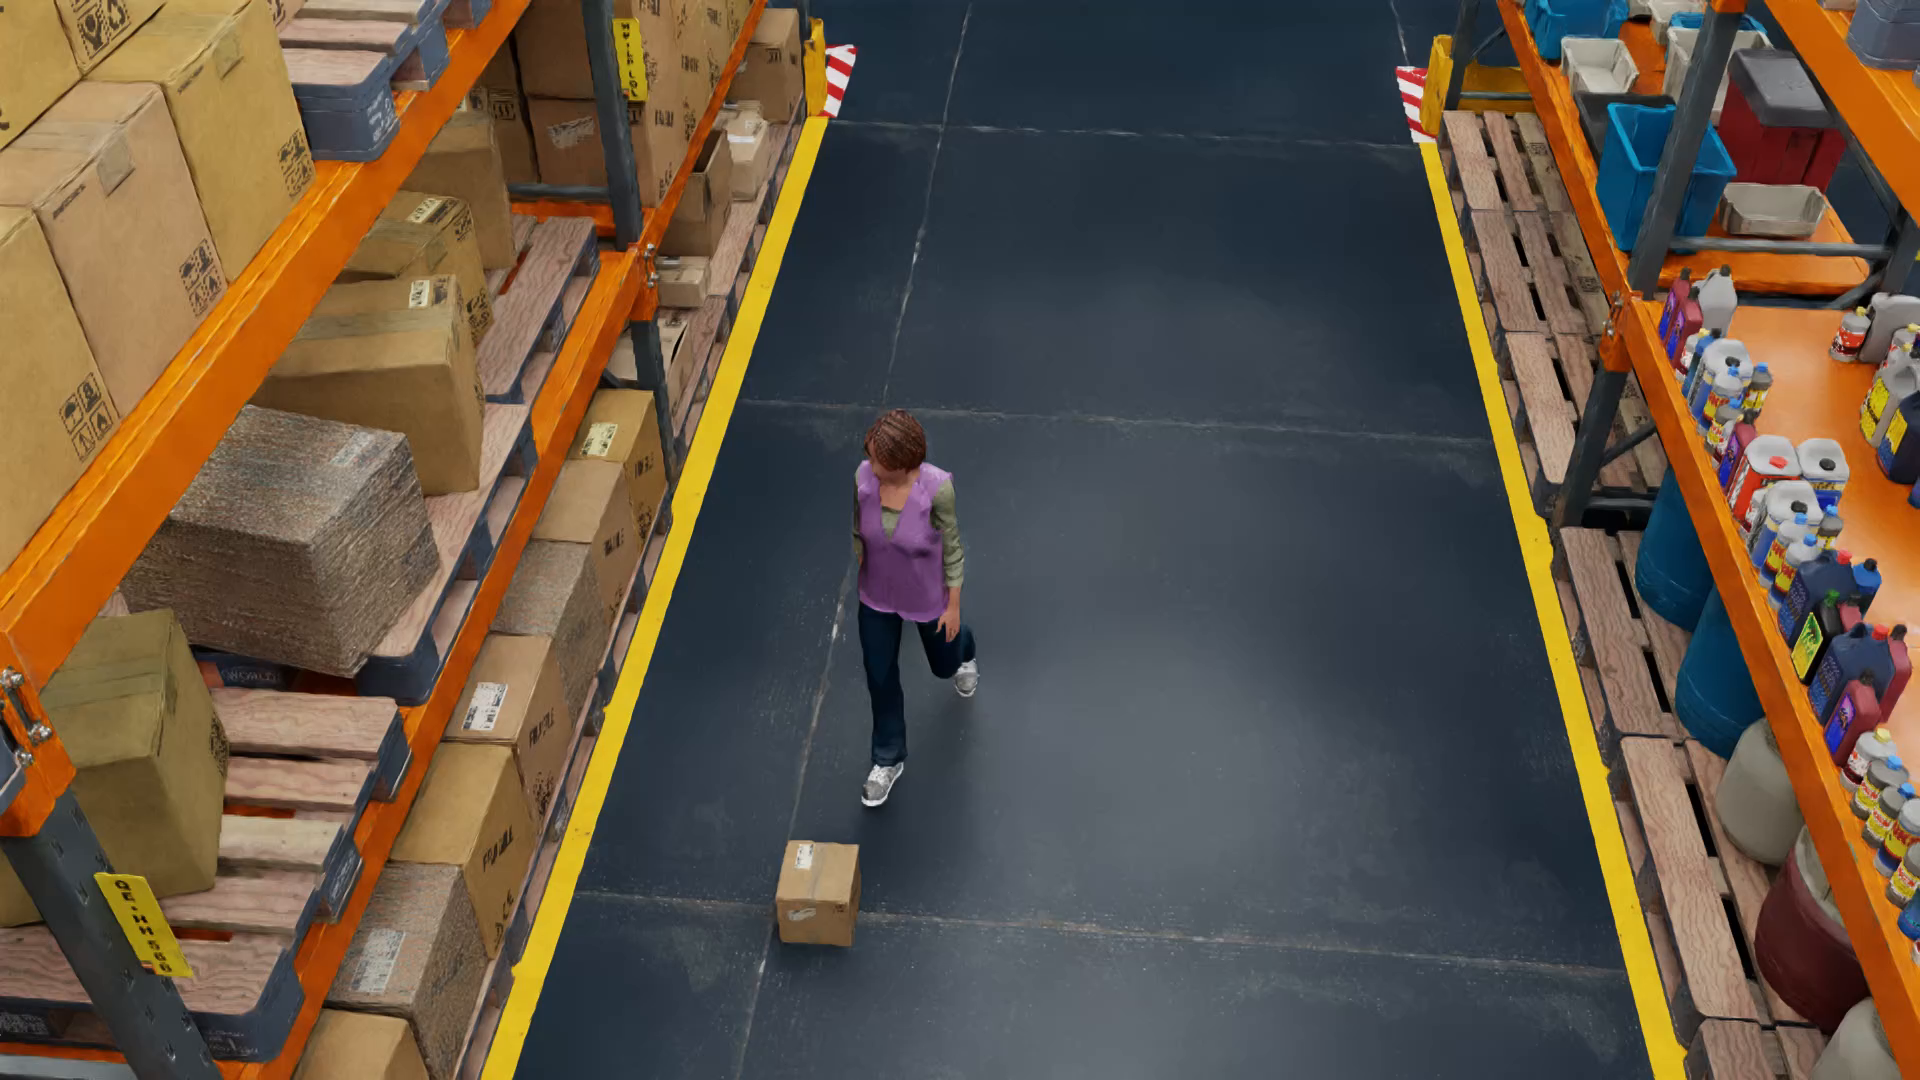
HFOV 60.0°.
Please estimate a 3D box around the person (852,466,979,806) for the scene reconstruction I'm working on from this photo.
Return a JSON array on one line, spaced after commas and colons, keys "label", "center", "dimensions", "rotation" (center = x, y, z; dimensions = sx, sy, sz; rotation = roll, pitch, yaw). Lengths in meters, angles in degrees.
[{"label": "person", "center": [-0.178, 0.266, 6.041], "dimensions": [0.419, 1.313, 0.812], "rotation": [9, 41, 11]}]
